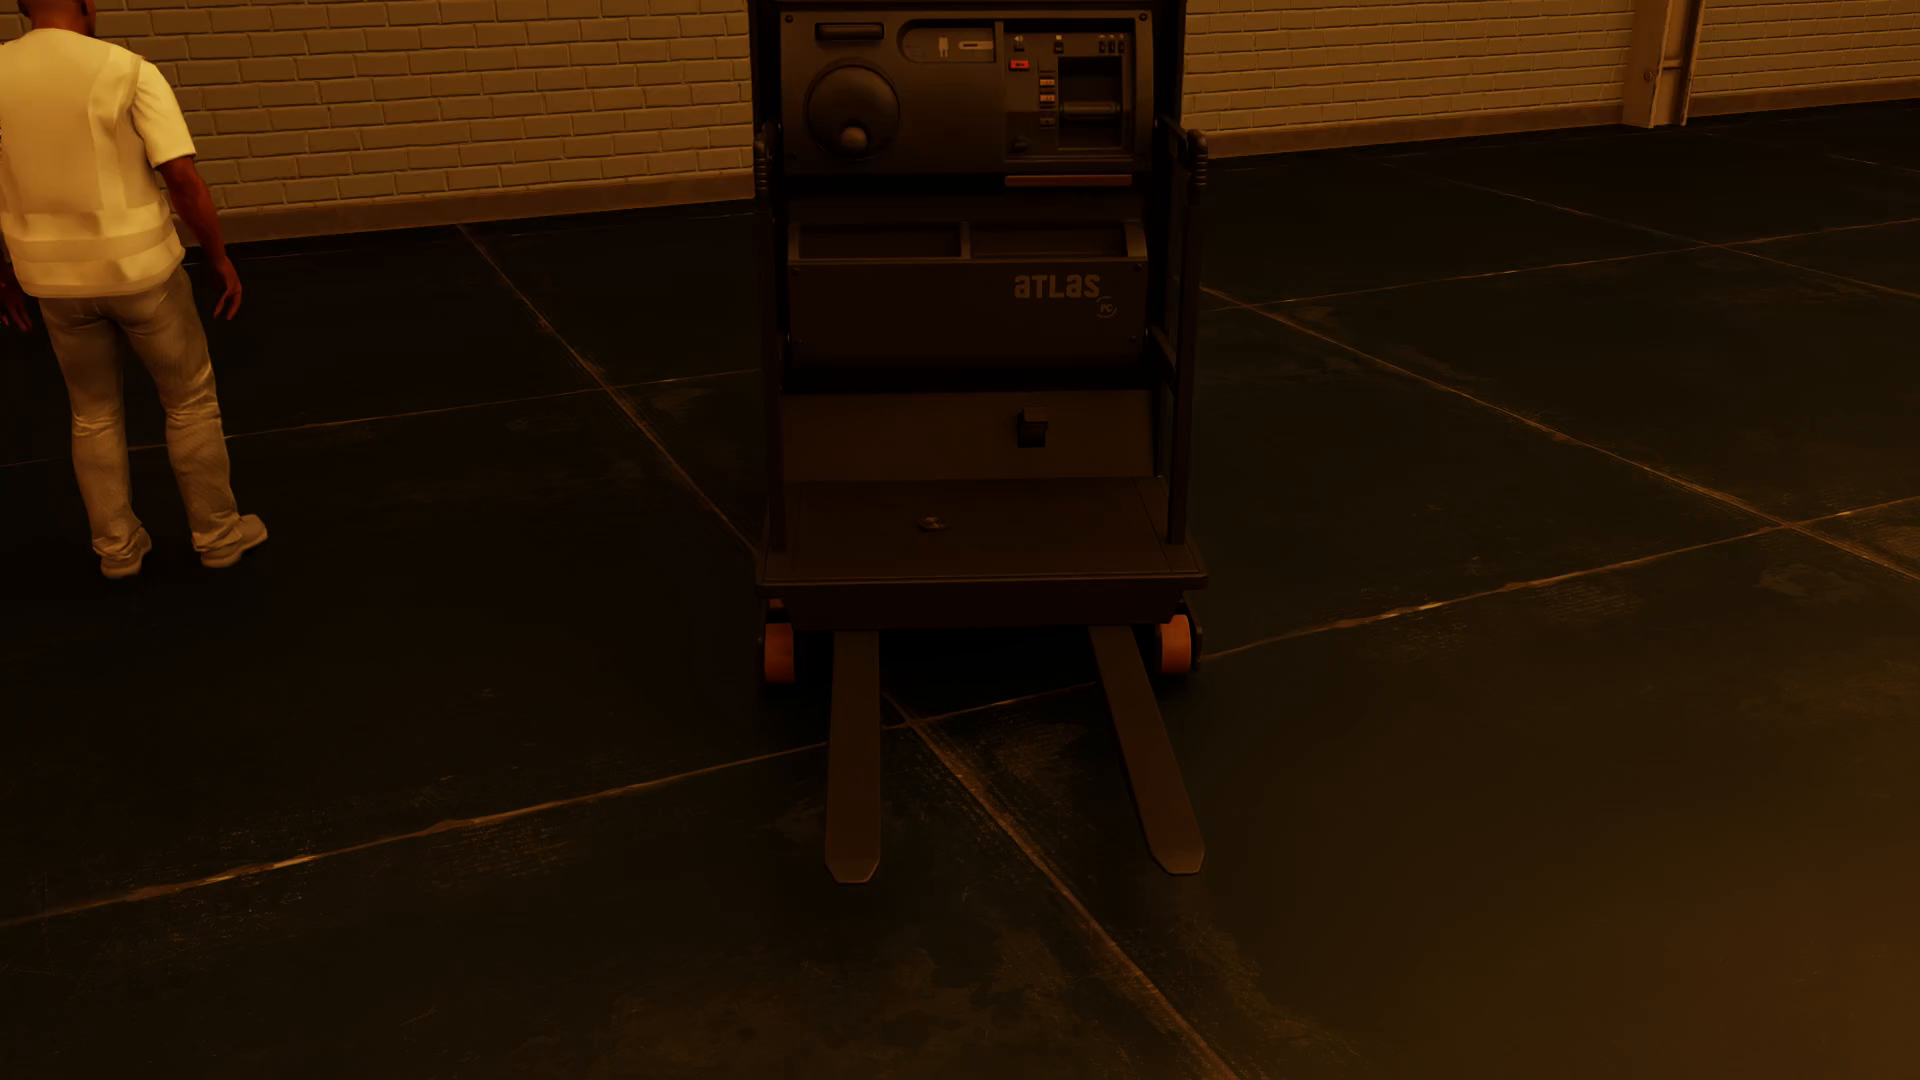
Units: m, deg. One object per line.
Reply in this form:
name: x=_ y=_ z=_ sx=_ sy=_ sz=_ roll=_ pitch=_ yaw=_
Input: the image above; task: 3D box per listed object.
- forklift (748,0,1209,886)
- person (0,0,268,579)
forklift: x=0.032 y=-1.110 z=3.959 sx=1.130 sy=2.935 sz=3.031 roll=-1 pitch=23 yaw=-3
person: x=-2.360 y=-0.753 z=4.630 sx=0.670 sy=1.759 sz=0.450 roll=-2 pitch=23 yaw=-5
